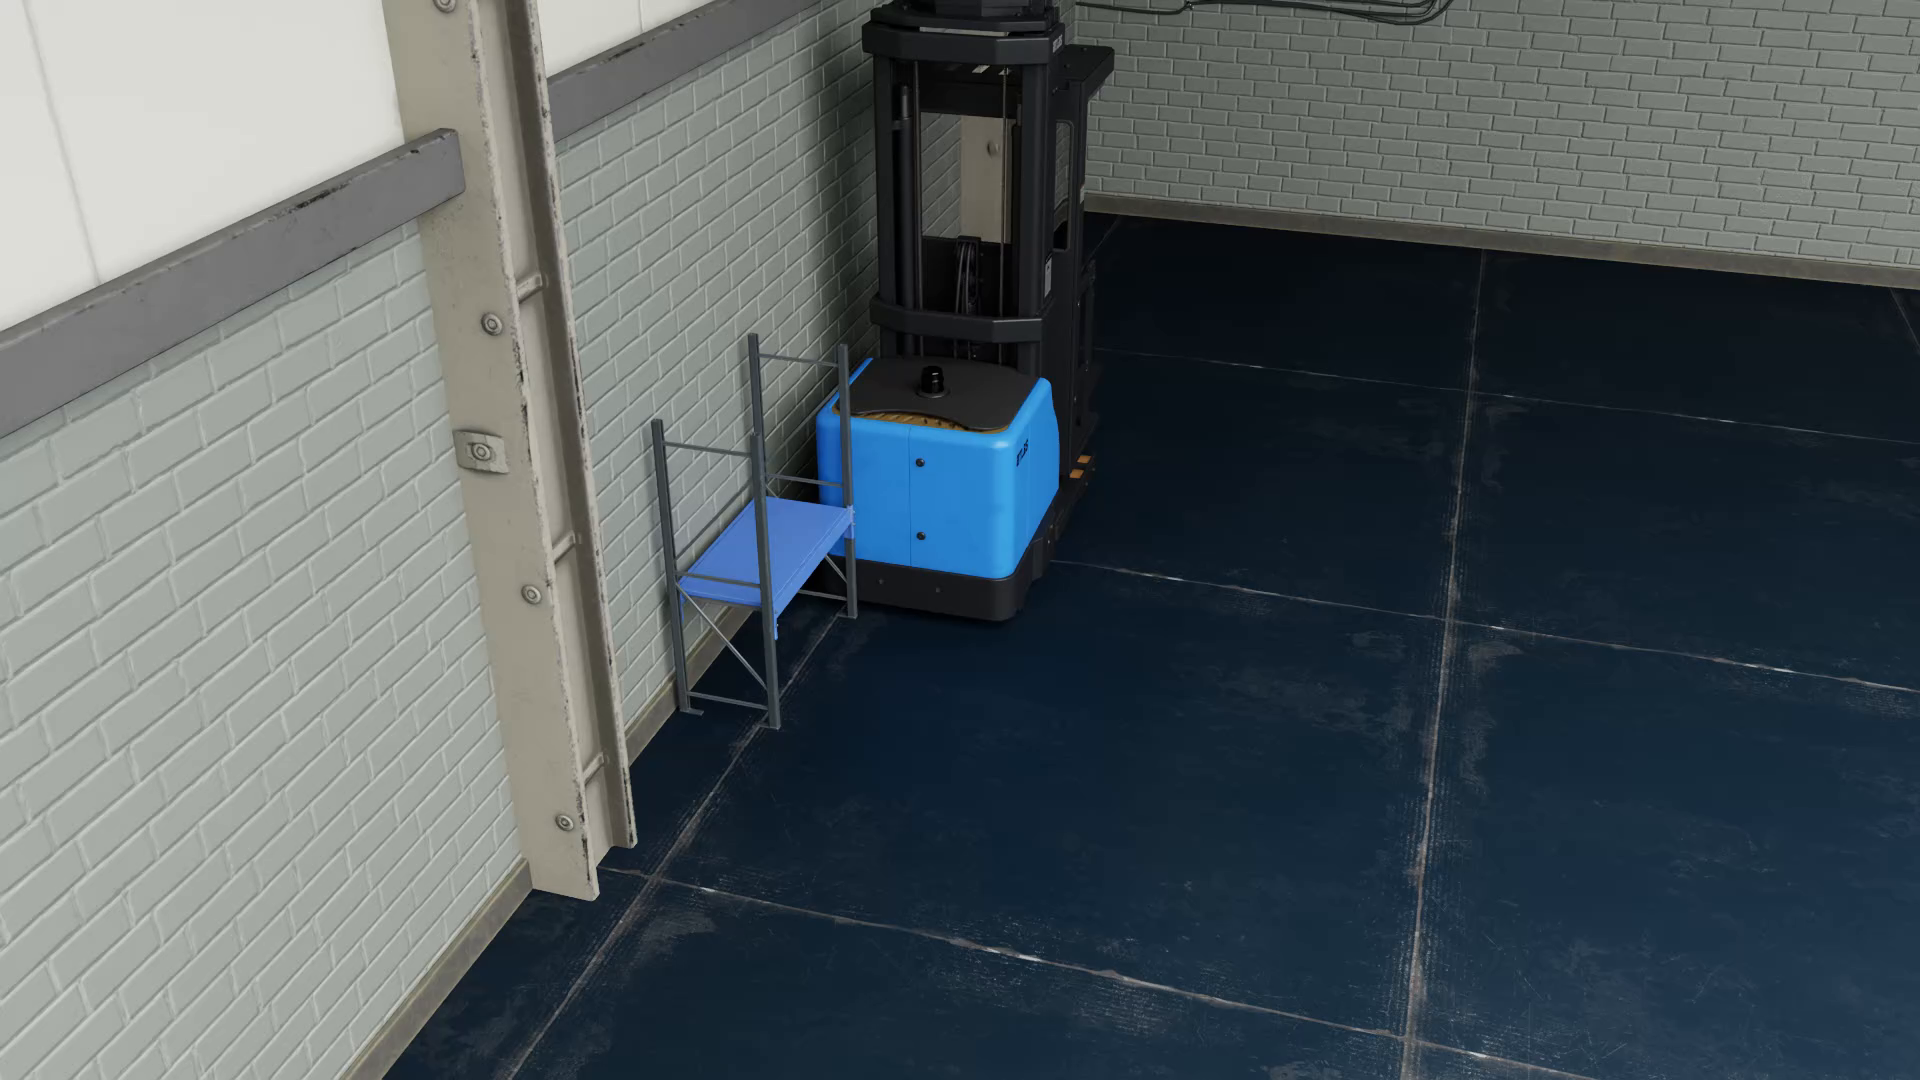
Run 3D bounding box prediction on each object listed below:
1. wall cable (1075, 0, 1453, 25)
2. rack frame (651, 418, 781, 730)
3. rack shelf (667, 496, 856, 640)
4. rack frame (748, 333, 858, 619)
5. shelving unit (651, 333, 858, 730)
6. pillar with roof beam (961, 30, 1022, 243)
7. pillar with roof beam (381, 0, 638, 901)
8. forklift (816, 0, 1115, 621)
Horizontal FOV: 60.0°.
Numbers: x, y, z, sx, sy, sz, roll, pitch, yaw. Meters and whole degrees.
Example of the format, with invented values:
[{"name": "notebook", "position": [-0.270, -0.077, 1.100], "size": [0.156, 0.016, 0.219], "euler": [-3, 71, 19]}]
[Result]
[{"name": "wall cable", "position": [2.334, -5.213, 12.558], "size": [3.097, 2.526, 0.112], "euler": [8, 30, 15]}, {"name": "rack frame", "position": [-1.073, 0.179, 7.385], "size": [0.500, 1.500, 0.032], "euler": [9, 30, 15]}, {"name": "rack shelf", "position": [-0.921, 0.101, 7.896], "size": [0.538, 0.185, 1.000], "euler": [9, 30, 15]}, {"name": "rack frame", "position": [-0.769, -0.292, 8.233], "size": [0.500, 1.500, 0.032], "euler": [9, 30, 15]}, {"name": "shelving unit", "position": [-0.921, -0.056, 7.809], "size": [0.538, 1.500, 1.048], "euler": [9, 30, 15]}, {"name": "pillar with roof beam", "position": [4.321, -4.775, 8.577], "size": [9.100, 9.000, 0.400], "euler": [8, 30, 15]}, {"name": "pillar with roof beam", "position": [2.560, -1.987, 3.564], "size": [9.100, 9.000, 0.400], "euler": [8, 30, 15]}, {"name": "forklift", "position": [0.178, -1.575, 9.065], "size": [1.130, 2.935, 3.031], "euler": [8, 30, 14]}]
